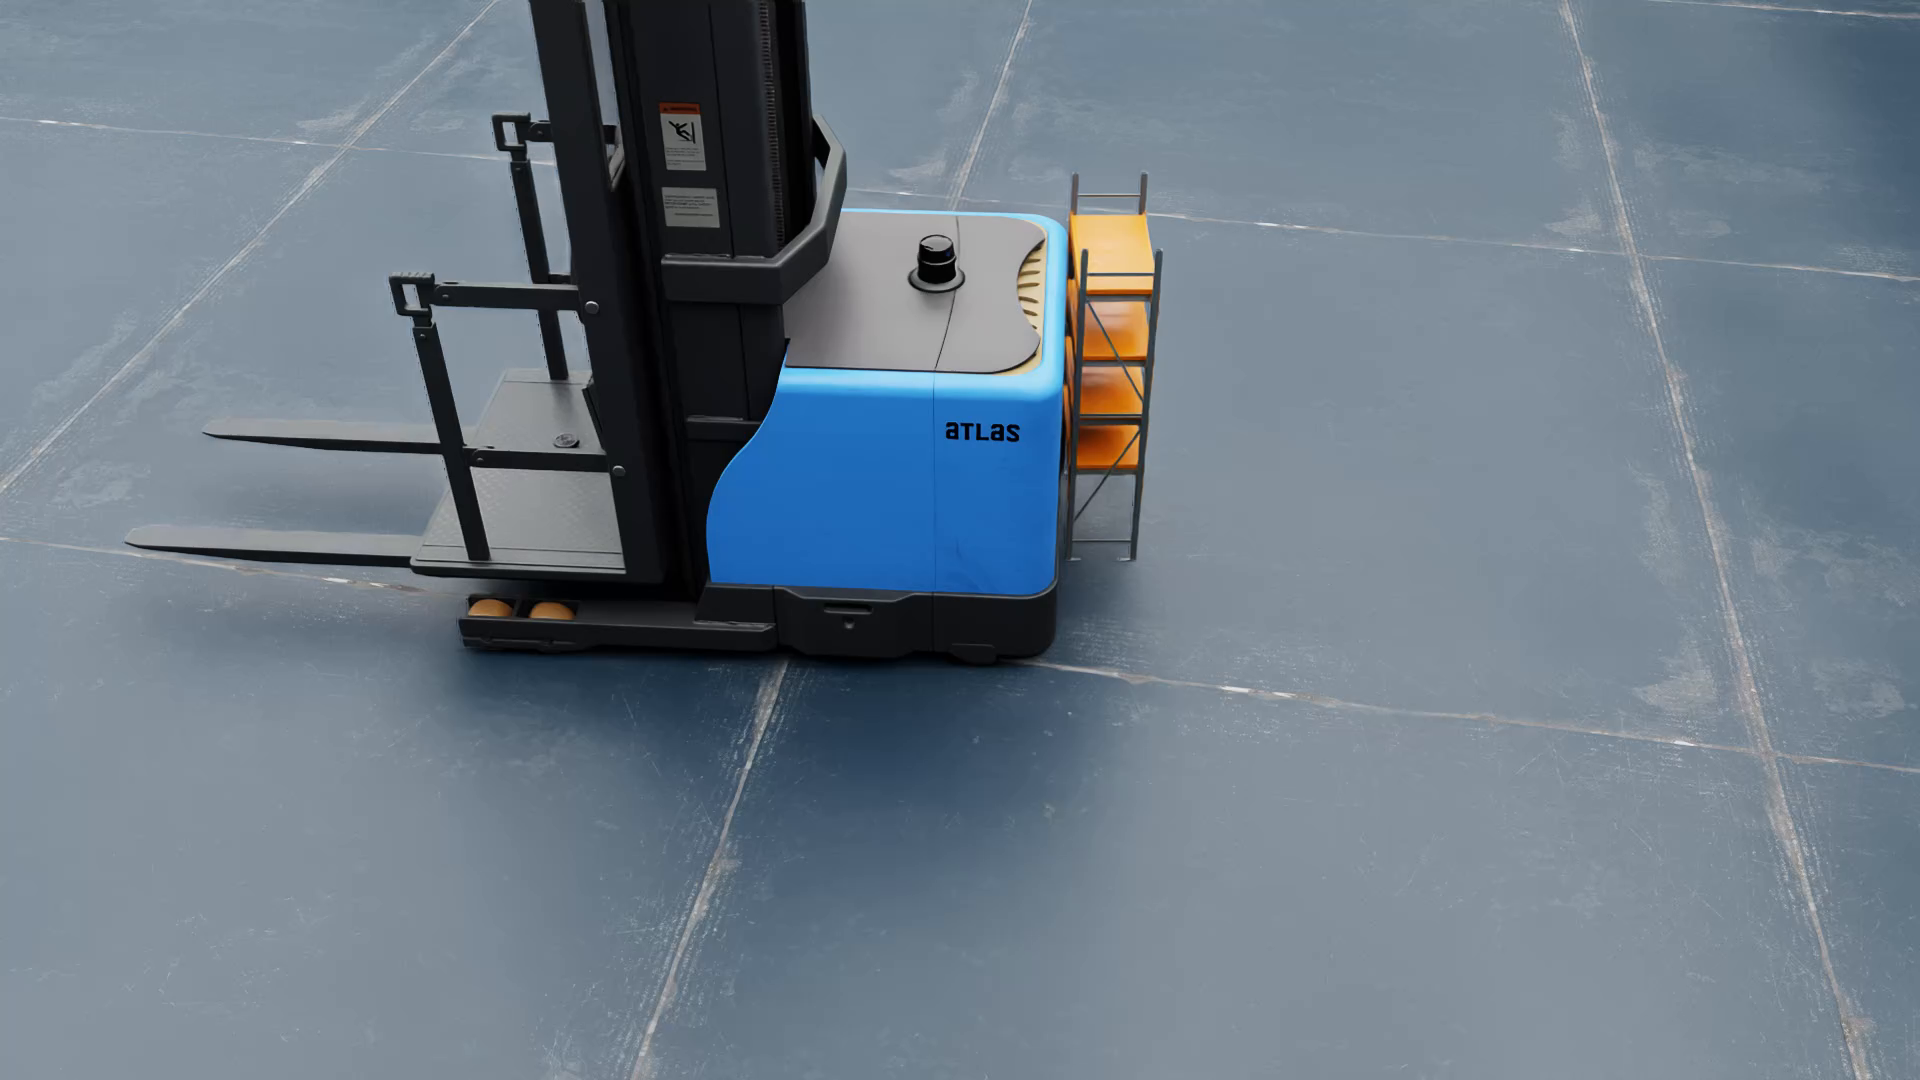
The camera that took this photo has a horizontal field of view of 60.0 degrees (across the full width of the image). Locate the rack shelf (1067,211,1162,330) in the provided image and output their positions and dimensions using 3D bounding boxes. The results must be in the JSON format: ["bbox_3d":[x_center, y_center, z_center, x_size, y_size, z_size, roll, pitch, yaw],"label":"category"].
[{"bbox_3d":[0.477,-0.851,5.221,0.258,0.148,0.480,0,40,0],"label":"rack shelf"}]

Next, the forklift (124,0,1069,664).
[{"bbox_3d":[-1.183,-1.102,4.783,3.031,2.935,1.130,2,40,3],"label":"forklift"}]

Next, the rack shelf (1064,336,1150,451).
[{"bbox_3d":[0.477,-0.497,5.515,0.258,0.148,0.480,0,40,0],"label":"rack shelf"}]

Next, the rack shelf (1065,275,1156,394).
[{"bbox_3d":[0.477,-0.669,5.372,0.258,0.148,0.480,0,40,0],"label":"rack shelf"}]

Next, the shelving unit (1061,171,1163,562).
[{"bbox_3d":[0.477,-0.549,5.472,0.258,1.200,0.503,0,40,0],"label":"shelving unit"}]

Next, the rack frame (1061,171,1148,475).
[{"bbox_3d":[0.476,-0.704,5.660,0.240,1.200,0.015,0,40,0],"label":"rack frame"}]

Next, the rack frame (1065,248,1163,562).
[{"bbox_3d":[0.478,-0.393,5.284,0.240,1.200,0.015,0,40,0],"label":"rack frame"}]

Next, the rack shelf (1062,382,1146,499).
[{"bbox_3d":[0.477,-0.344,5.641,0.258,0.148,0.480,0,40,0],"label":"rack shelf"}]
